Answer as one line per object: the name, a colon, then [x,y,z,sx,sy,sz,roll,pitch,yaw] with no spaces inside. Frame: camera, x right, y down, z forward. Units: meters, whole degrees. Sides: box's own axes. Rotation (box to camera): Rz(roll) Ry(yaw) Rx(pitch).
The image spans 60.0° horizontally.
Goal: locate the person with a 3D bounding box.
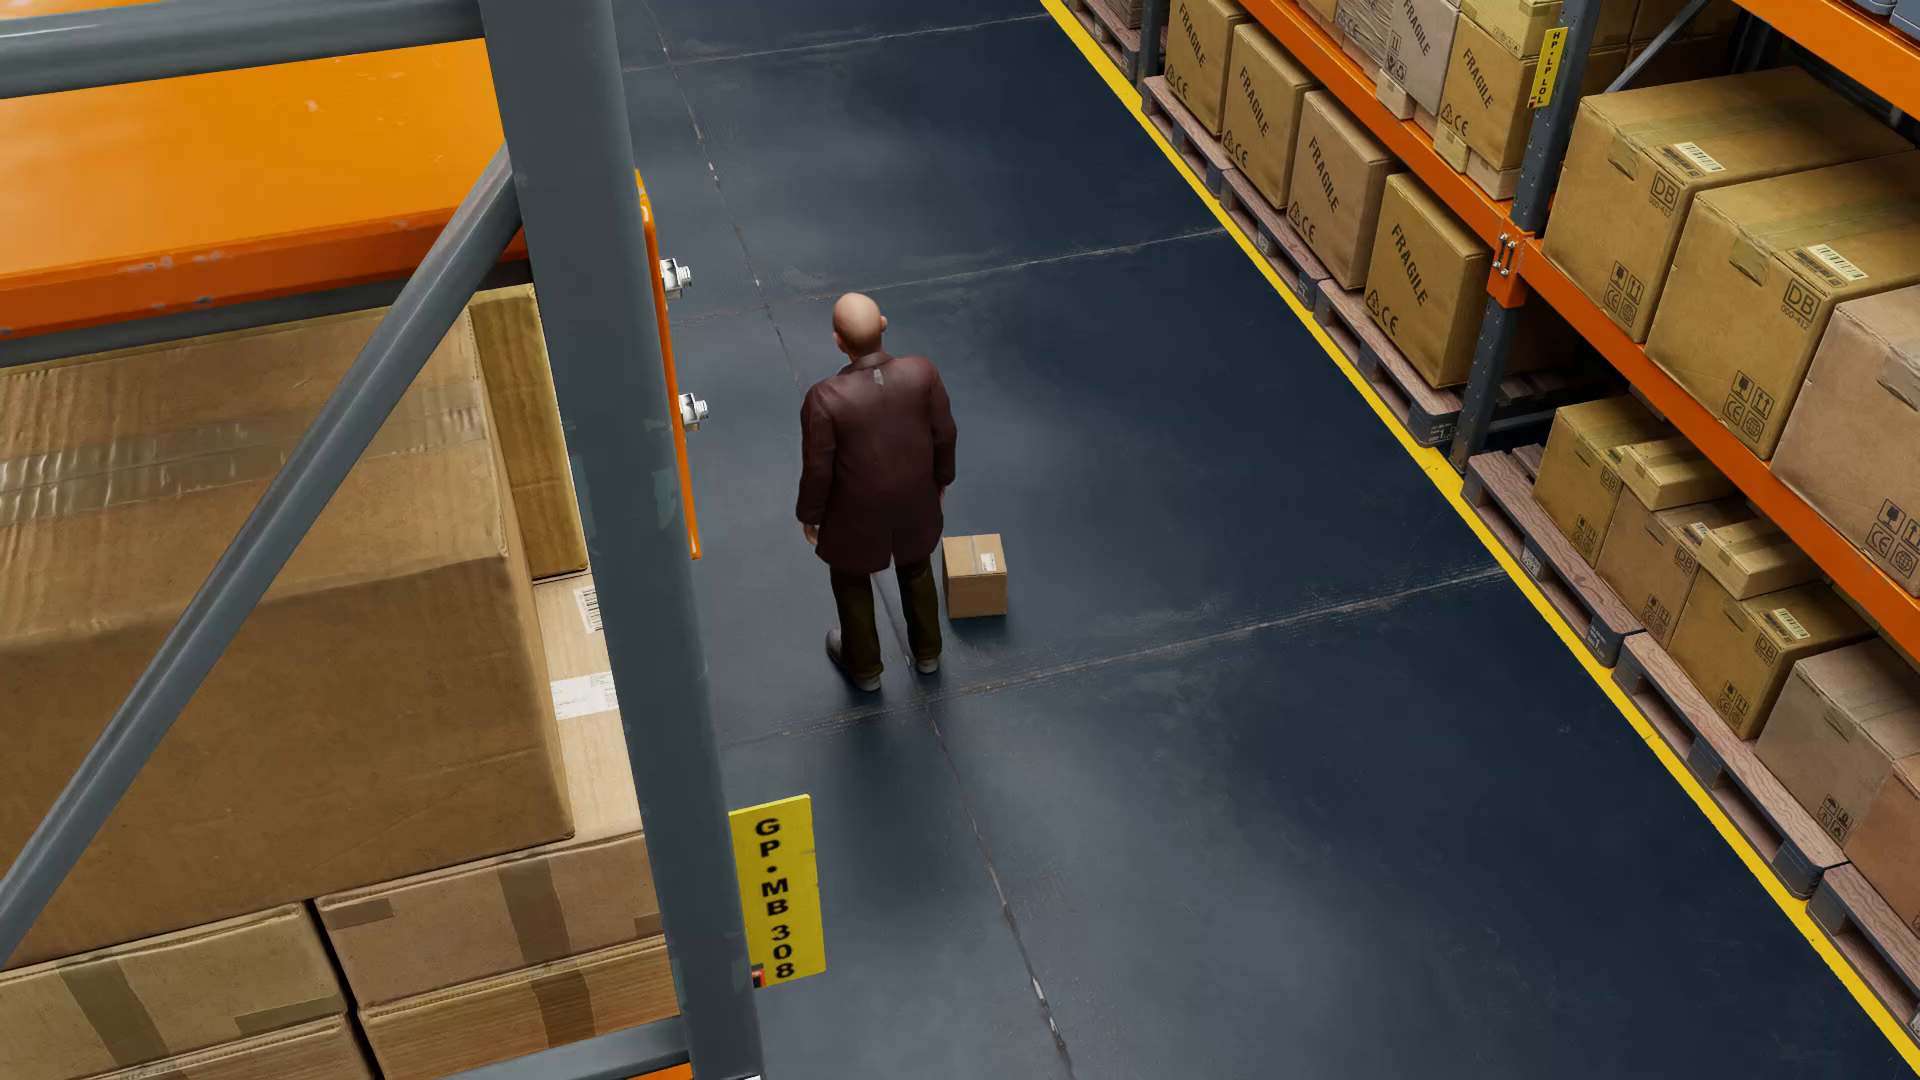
person: [-0.319,-0.158,6.350,0.647,1.772,0.431,-16,44,-17]
